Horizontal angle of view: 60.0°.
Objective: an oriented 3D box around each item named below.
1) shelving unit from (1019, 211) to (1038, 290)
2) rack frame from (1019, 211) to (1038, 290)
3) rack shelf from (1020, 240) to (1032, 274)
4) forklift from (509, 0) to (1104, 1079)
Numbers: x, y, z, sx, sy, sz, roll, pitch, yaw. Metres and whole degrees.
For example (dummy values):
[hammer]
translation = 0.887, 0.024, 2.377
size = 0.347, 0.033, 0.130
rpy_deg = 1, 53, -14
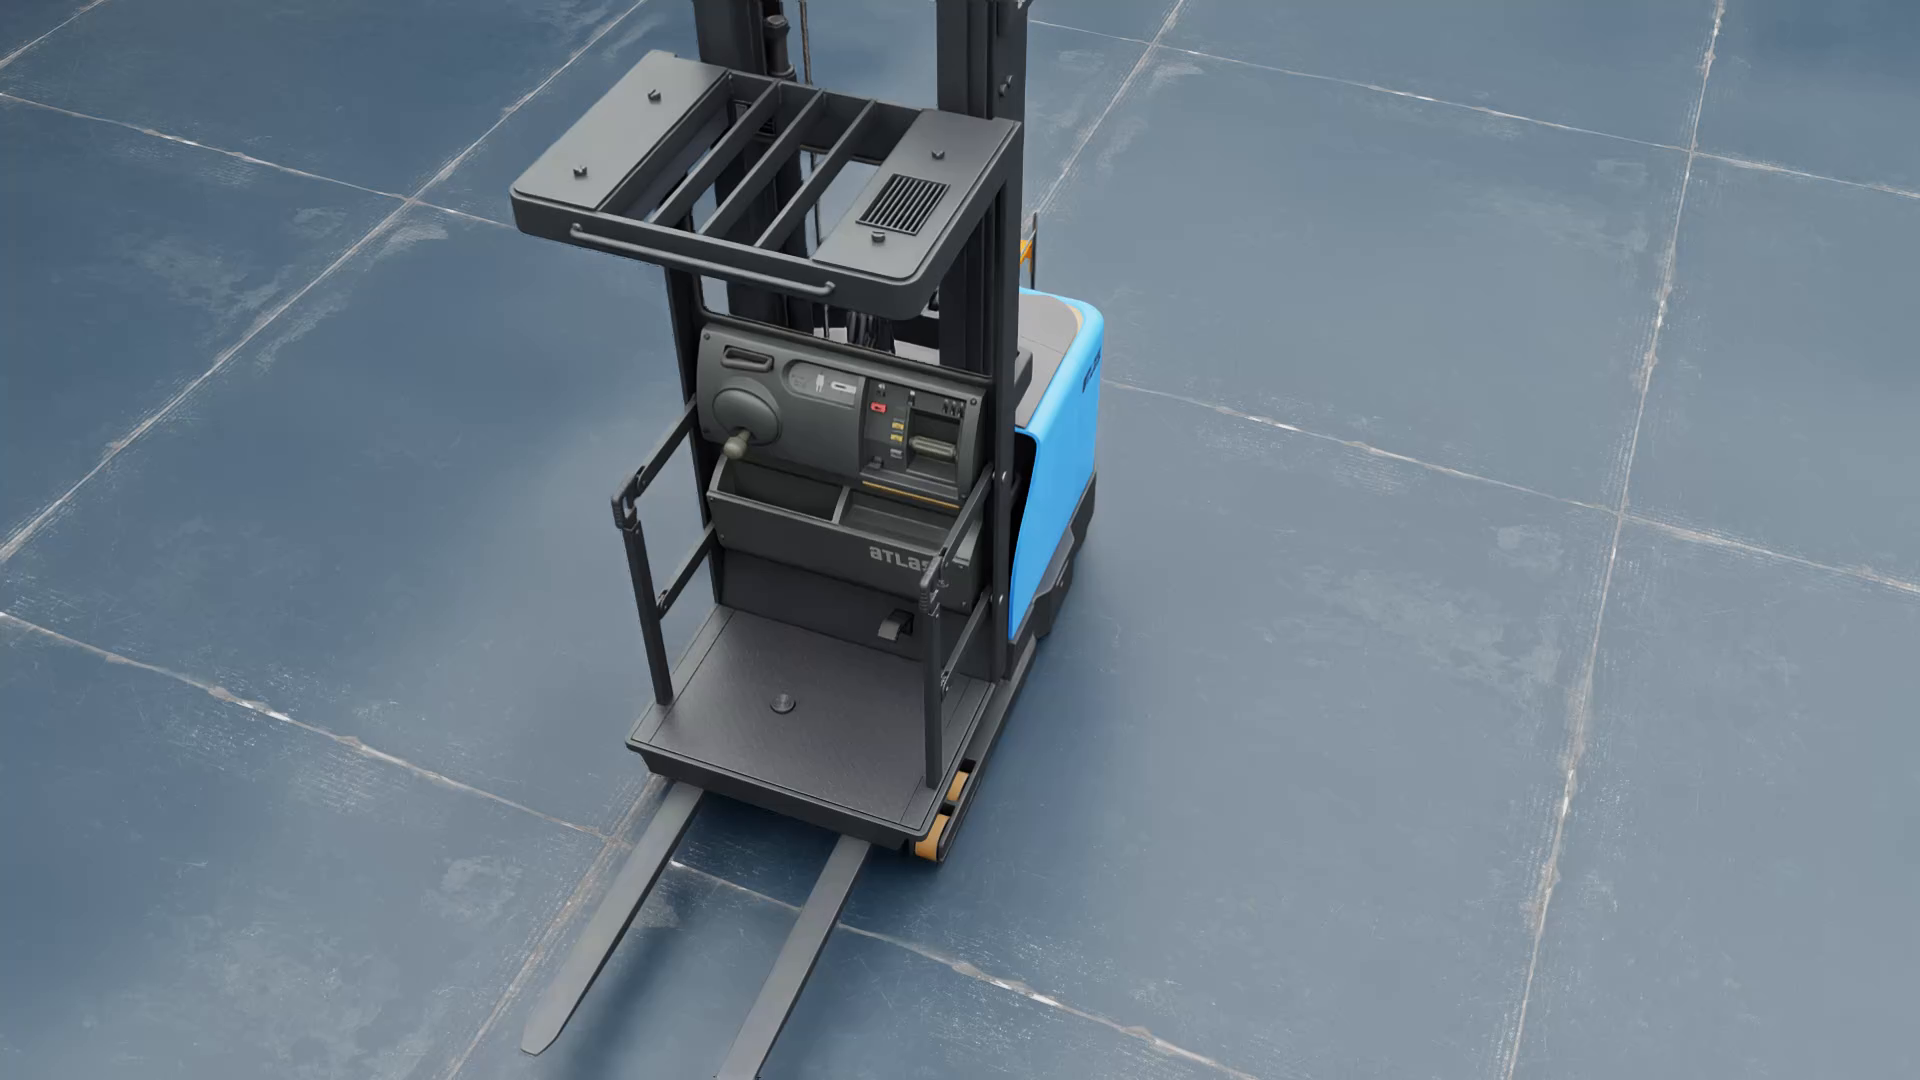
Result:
[shelving unit]
translation = 0.020, -0.800, 6.703
size = 0.503, 1.200, 0.258
rpy_deg = 15, 47, 14
[rack frame]
translation = 0.249, -0.740, 6.643
size = 0.015, 1.200, 0.240
rpy_deg = 15, 47, 14
[rack shelf]
translation = 0.020, -1.079, 6.426
size = 0.480, 0.148, 0.258
rpy_deg = 15, 47, 14
[forklift]
translation = -0.454, -0.289, 4.962
size = 1.130, 2.935, 3.031
rpy_deg = 15, 47, 15
